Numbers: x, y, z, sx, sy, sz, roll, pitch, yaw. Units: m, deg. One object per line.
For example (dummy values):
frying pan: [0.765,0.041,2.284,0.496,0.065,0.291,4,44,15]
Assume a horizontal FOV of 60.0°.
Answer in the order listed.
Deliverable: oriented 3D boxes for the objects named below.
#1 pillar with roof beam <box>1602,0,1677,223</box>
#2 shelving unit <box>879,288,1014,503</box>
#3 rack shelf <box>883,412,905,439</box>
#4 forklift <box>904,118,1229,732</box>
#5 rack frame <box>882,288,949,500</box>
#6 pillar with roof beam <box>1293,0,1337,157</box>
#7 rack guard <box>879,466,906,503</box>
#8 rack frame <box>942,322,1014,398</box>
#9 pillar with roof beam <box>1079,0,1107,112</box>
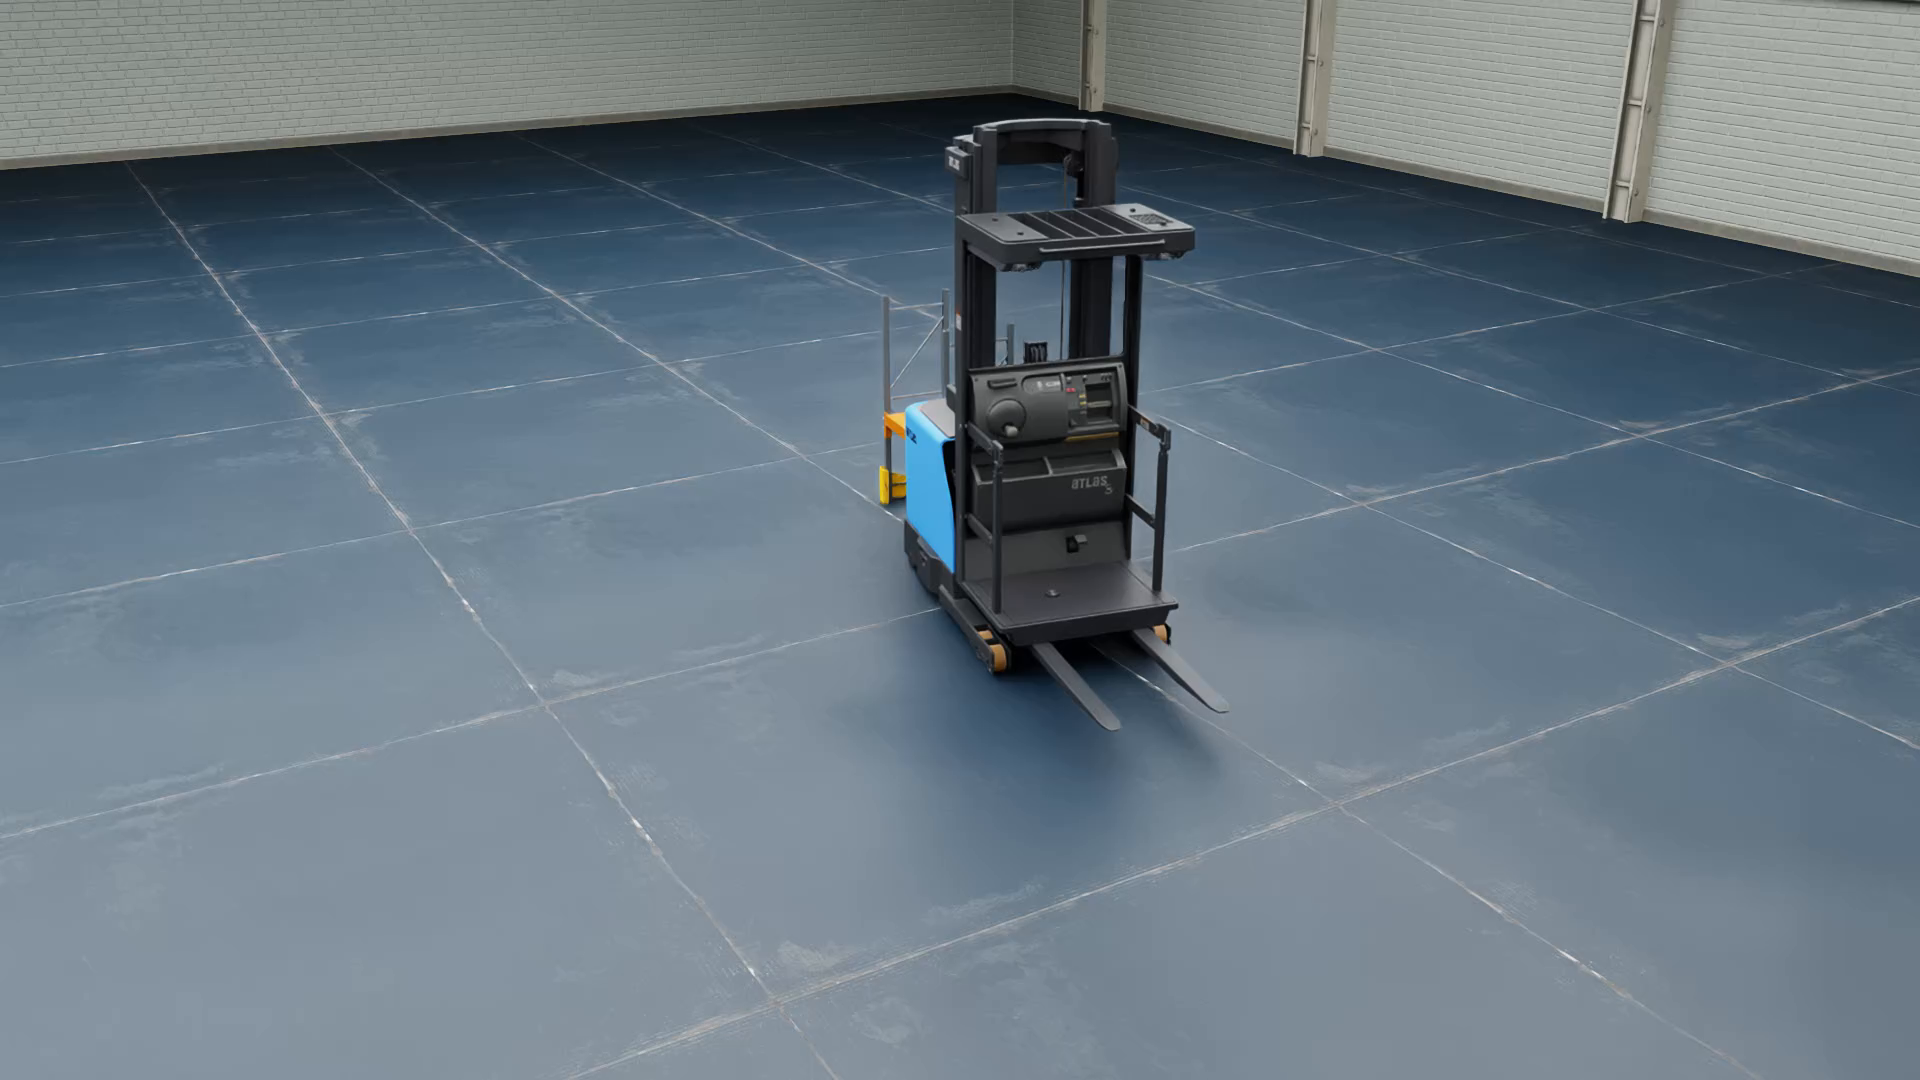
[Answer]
pillar with roof beam: [4.880,-7.495,17.800,9.100,9.000,0.400,-13,25,-28]
shelving unit: [-0.092,-0.850,11.412,0.587,1.500,1.083,-10,24,-23]
rack shelf: [-0.096,-0.687,11.487,0.538,0.185,1.000,-10,24,-23]
forklift: [0.587,-0.771,9.317,1.130,2.935,3.031,-7,23,-17]
rack frame: [-0.308,-1.027,11.847,0.500,1.500,0.032,-10,24,-23]
pillar with roof beam: [1.815,-9.437,22.579,9.100,9.000,0.400,-13,25,-28]
rack guard: [-0.300,-0.442,12.066,0.587,0.250,0.087,-10,24,-23]
rack frame: [0.116,-0.680,10.991,0.500,1.500,0.032,-10,24,-23]
pillar with roof beam: [-1.250,-11.379,27.357,9.100,9.000,0.400,-13,25,-28]
